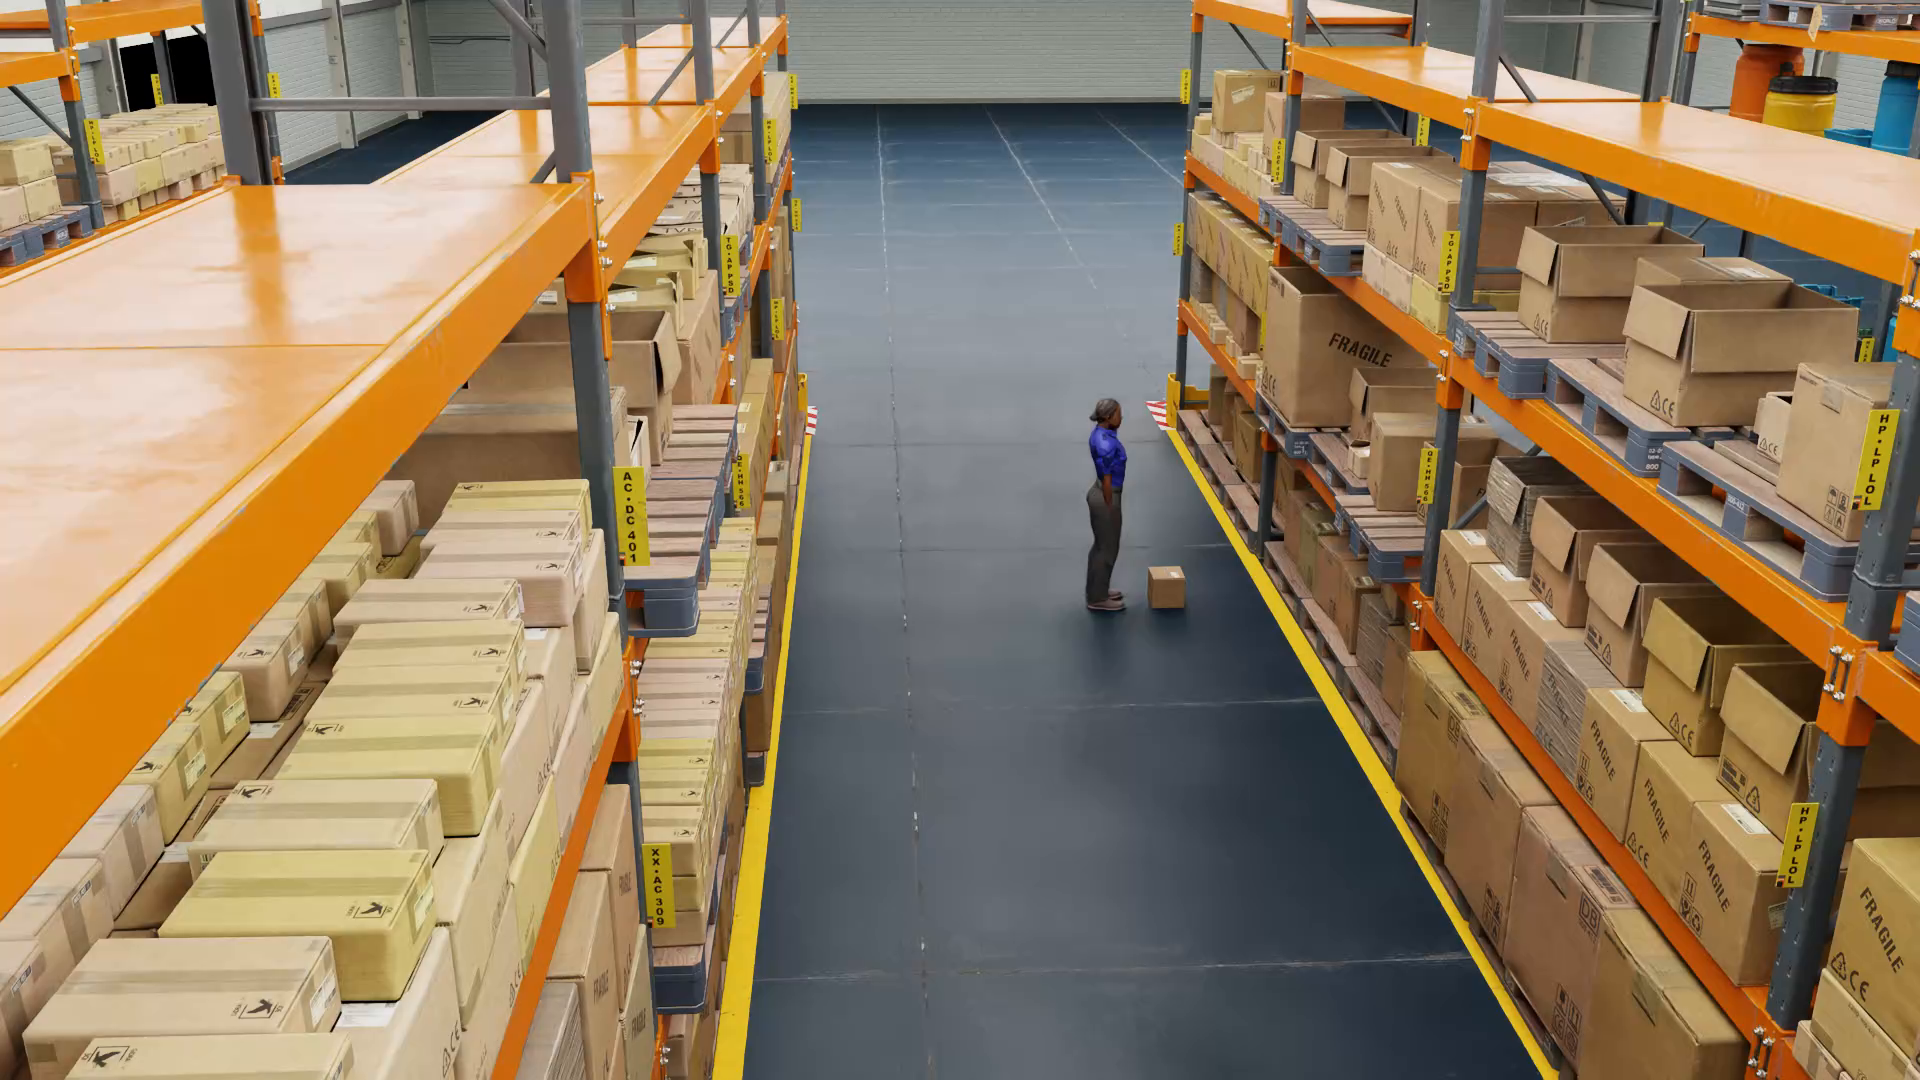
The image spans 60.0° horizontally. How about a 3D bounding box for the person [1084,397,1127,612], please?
[{"bbox_3d":[1.118,-0.286,12.669,0.312,1.659,0.436,-1,21,-2],"label":"person"}]
